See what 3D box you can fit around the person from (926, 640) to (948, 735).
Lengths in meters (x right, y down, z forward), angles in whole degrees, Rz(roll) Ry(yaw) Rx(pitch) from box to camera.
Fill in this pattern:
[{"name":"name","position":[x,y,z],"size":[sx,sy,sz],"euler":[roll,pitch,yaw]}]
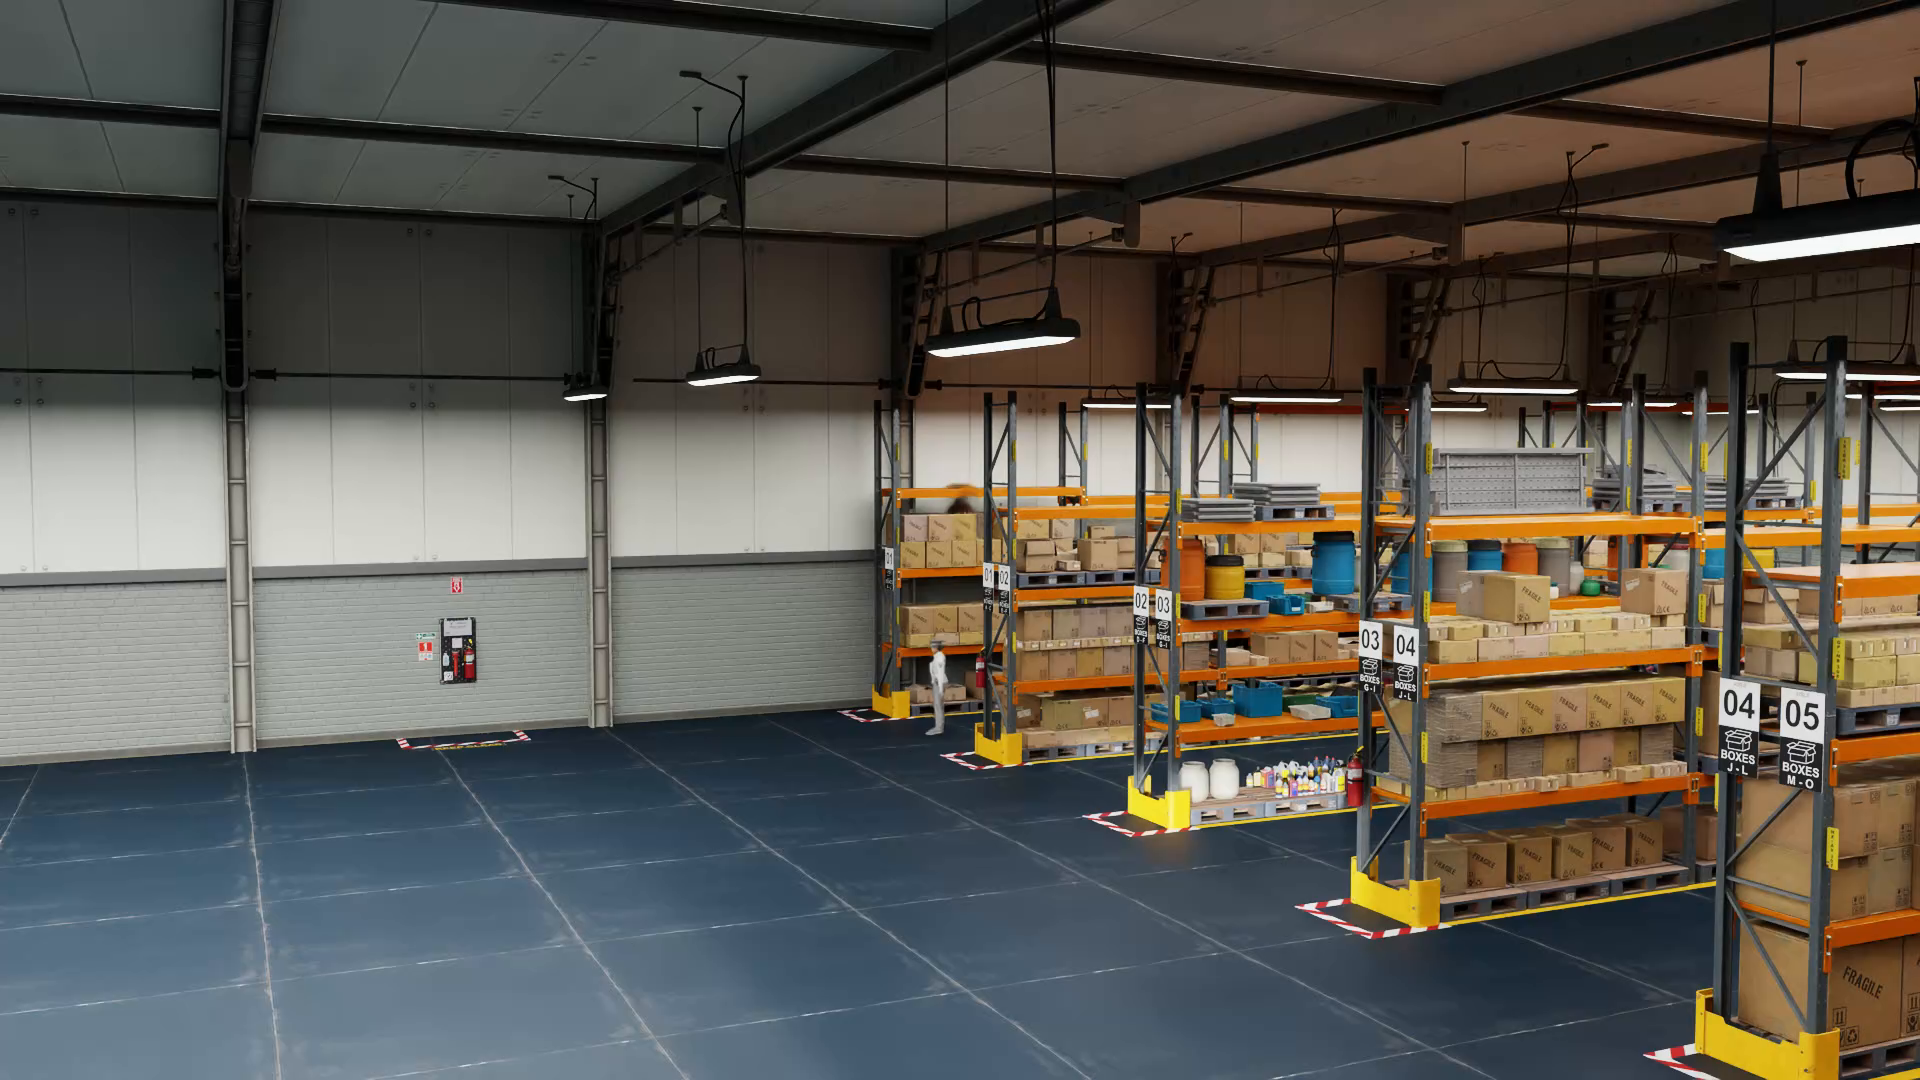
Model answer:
[{"name":"person","position":[-0.402,2.607,29.598],"size":[0.372,1.666,0.562],"euler":[0,3,3]}]
